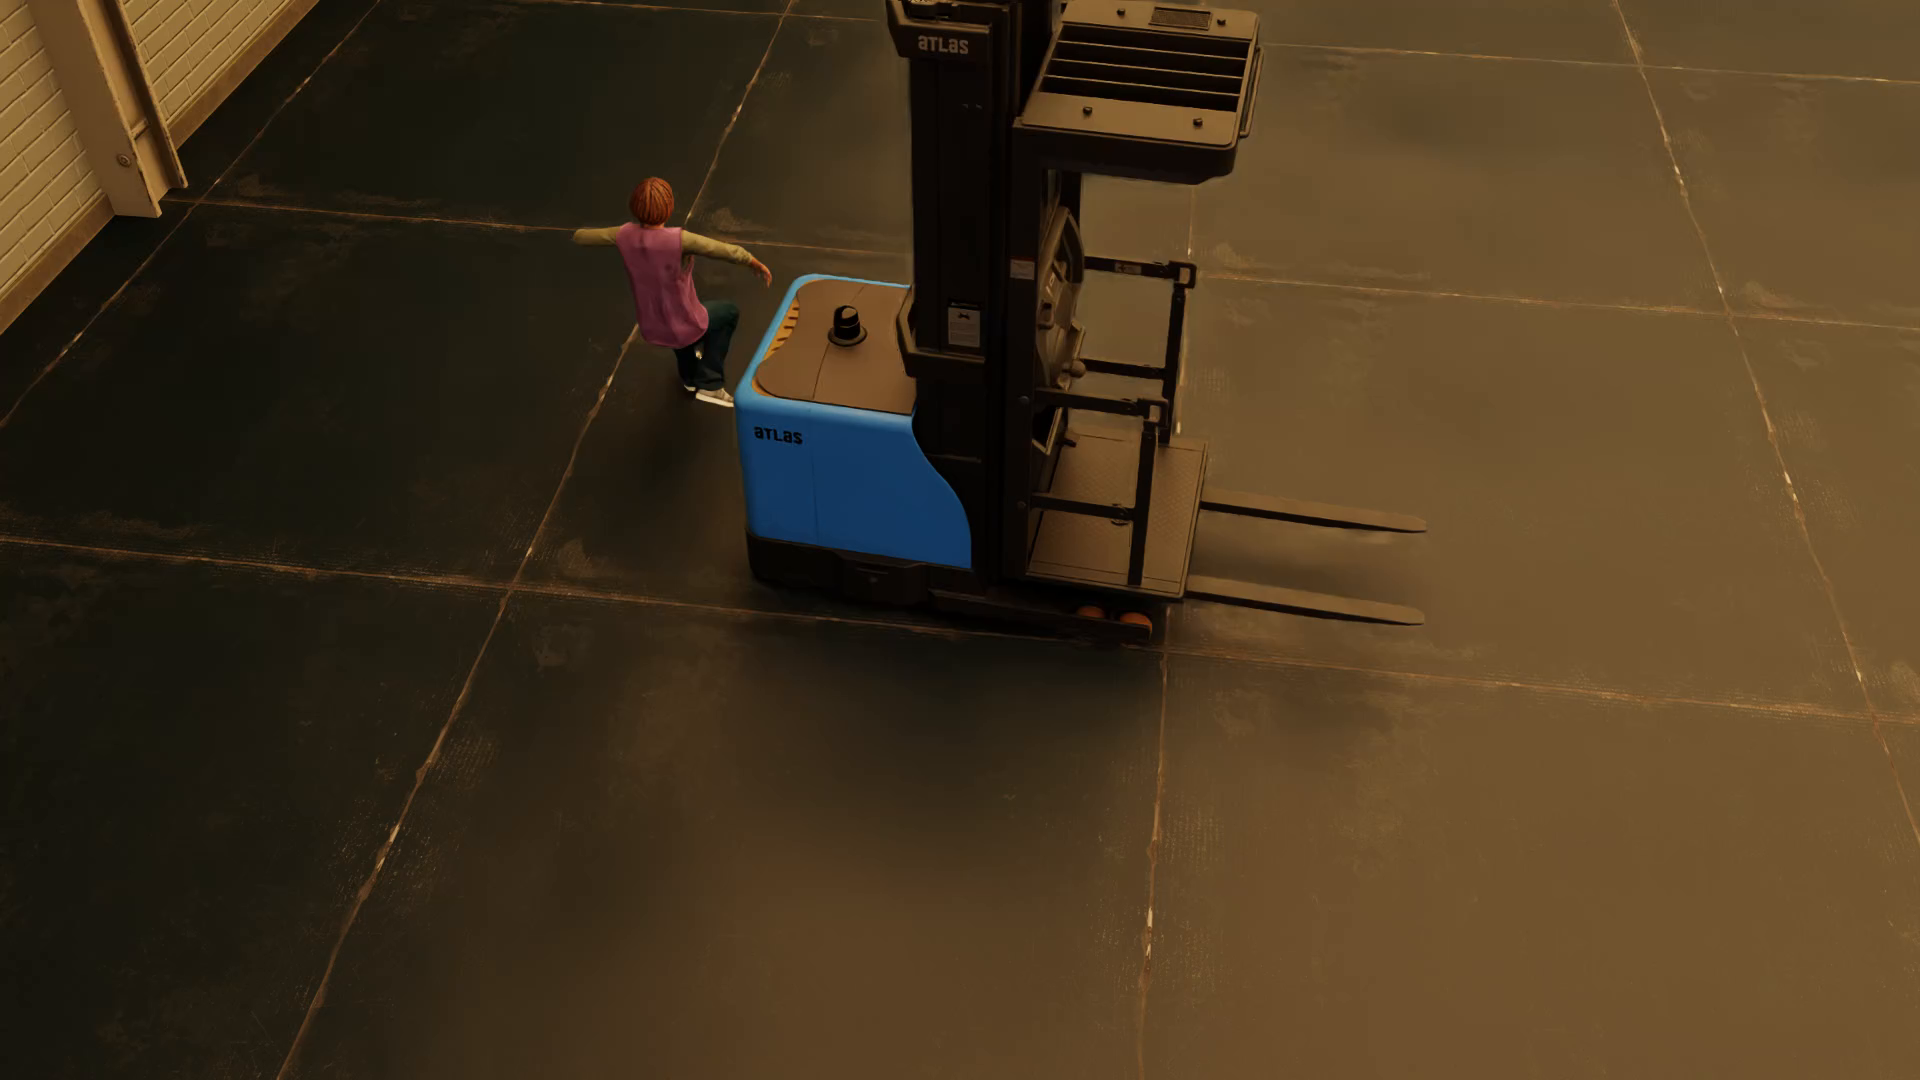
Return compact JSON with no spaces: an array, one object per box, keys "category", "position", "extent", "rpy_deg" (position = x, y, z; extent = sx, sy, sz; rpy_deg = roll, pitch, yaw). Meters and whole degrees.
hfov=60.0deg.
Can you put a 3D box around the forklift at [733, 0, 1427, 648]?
[{"category":"forklift","position":[0.598,-0.995,6.807],"extent":[3.031,2.935,1.130],"rpy_deg":[8,43,9]}]

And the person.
[{"category":"person","position":[-1.368,-1.229,8.167],"extent":[0.957,1.422,0.691],"rpy_deg":[13,44,14]}]
